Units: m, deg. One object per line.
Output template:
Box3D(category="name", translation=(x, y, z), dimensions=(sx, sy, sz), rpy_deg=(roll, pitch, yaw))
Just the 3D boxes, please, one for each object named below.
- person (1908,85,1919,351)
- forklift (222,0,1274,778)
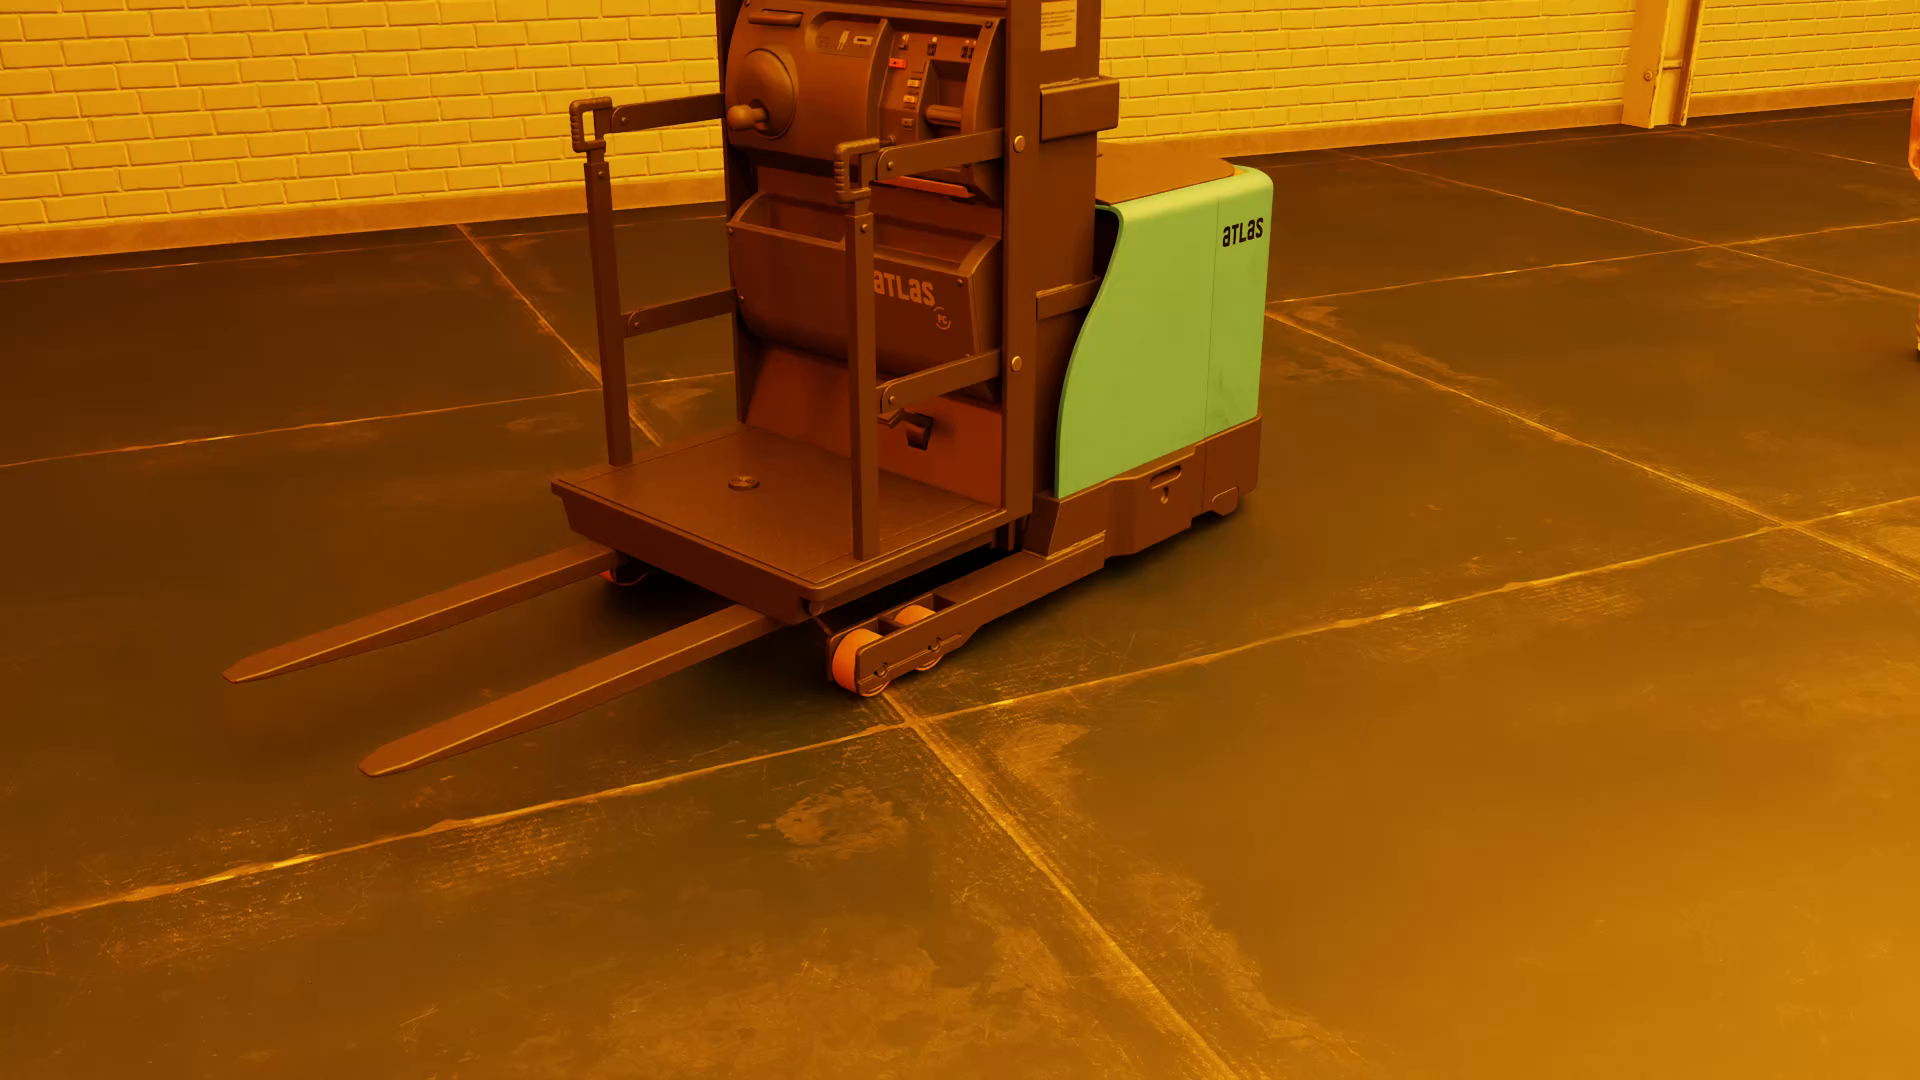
Box3D(category="person", translation=(4.083, -1.540, 6.623), dimensions=(0.549, 1.665, 0.533), rpy_deg=(17, 28, 35))
Box3D(category="forklift", translation=(-0.413, -1.182, 4.131), dimensions=(1.130, 2.935, 3.031), rpy_deg=(19, 29, 39))
